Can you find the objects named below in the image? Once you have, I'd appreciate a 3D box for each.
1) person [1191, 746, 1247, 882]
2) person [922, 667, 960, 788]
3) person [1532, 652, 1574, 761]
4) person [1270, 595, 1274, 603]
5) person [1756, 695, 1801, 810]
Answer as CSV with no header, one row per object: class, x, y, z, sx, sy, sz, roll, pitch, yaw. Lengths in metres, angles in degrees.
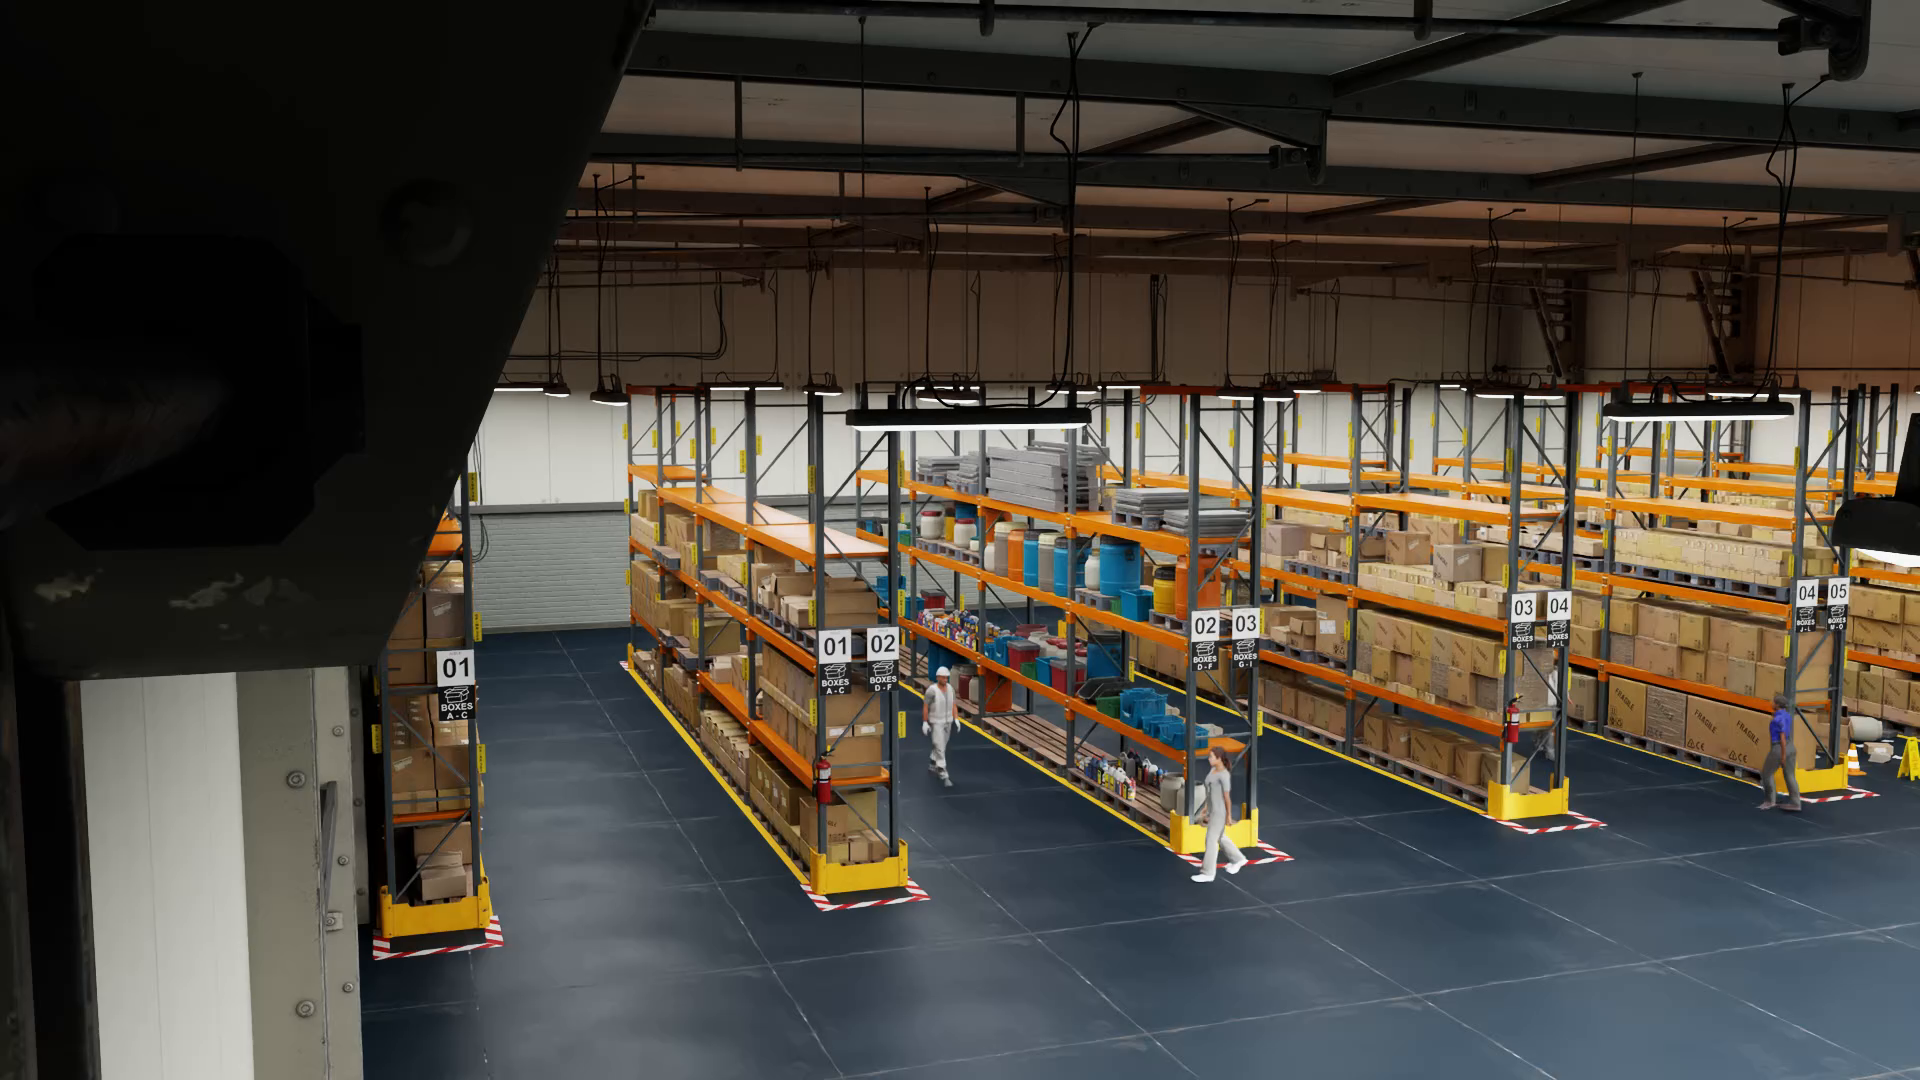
person,3.229,3.373,20.627,0.810,1.656,0.435,-1,6,-10
person,-0.249,2.819,25.454,0.552,1.765,0.867,-5,8,-41
person,9.574,2.655,27.101,0.617,1.768,0.821,-2,6,-20
person,6.453,1.978,33.746,0.596,1.767,0.539,-1,6,-7
person,11.821,3.075,23.853,0.465,1.698,0.556,-4,7,-37
